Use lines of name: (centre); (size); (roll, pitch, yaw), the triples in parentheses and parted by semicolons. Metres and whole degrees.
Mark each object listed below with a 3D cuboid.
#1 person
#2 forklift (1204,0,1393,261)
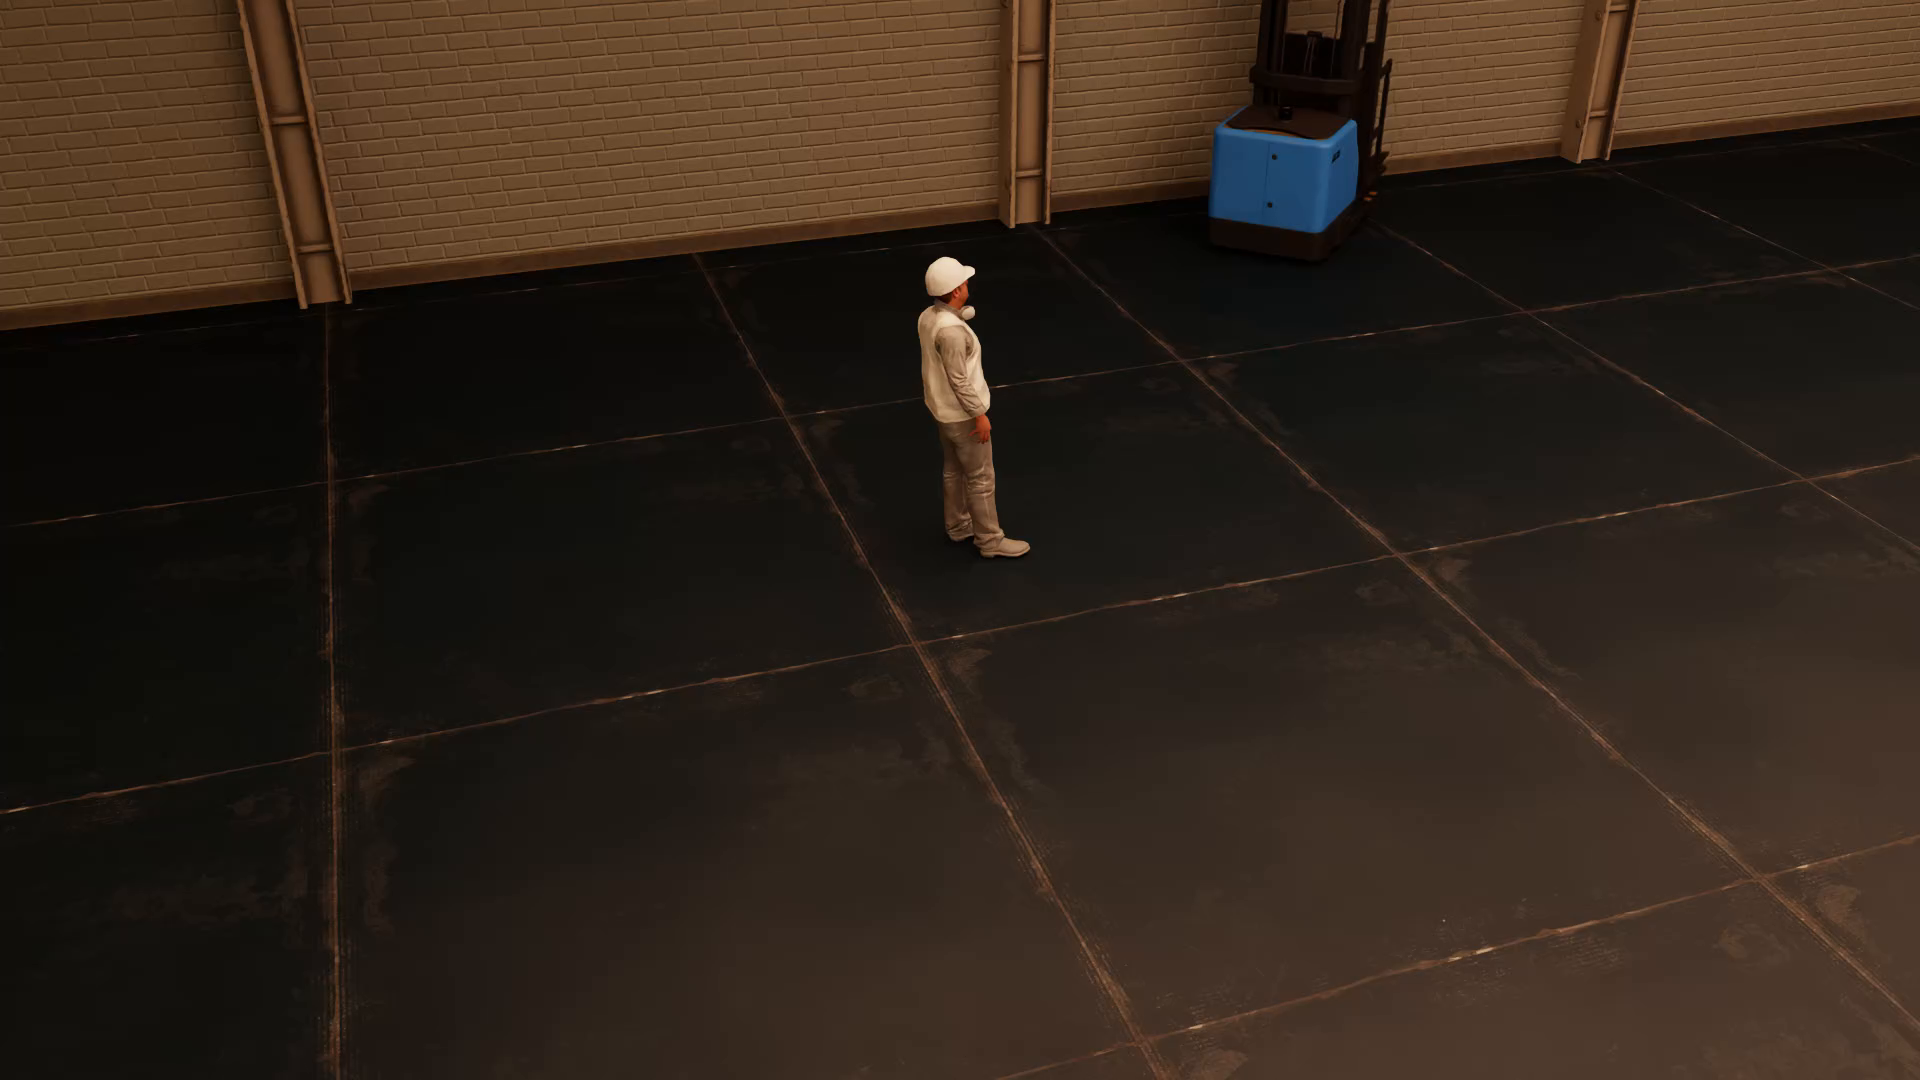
person: (0.061, -0.781, 9.590); (0.568, 1.773, 0.632); (-10, 31, -16)
forklift: (3.228, -4.321, 14.596); (1.130, 2.935, 3.031); (14, 33, 23)
